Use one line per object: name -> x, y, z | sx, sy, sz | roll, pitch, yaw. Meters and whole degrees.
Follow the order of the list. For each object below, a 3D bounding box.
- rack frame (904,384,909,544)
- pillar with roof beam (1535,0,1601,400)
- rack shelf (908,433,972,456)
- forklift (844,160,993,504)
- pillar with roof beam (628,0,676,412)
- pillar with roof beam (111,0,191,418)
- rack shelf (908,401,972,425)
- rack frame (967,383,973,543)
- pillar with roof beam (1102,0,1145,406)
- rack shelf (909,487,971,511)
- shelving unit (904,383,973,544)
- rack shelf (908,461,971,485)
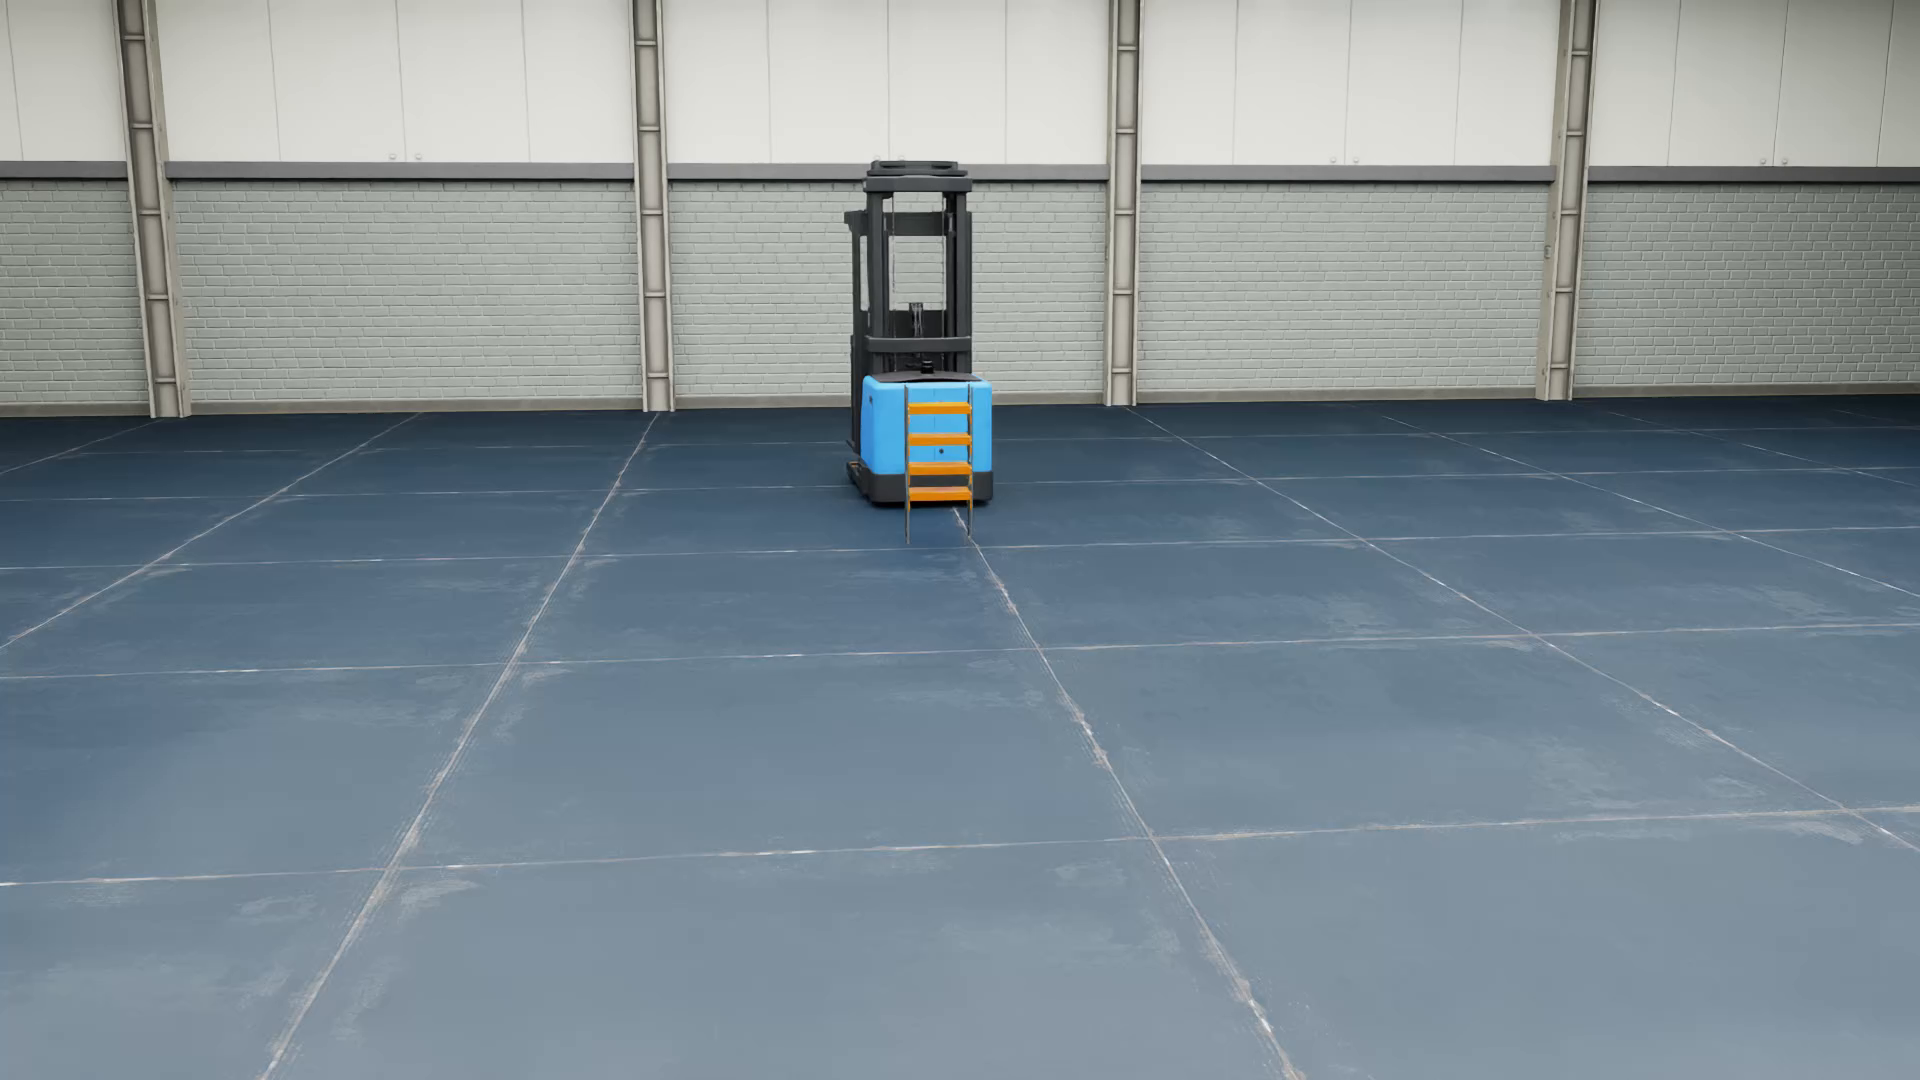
rack frame -> -0.407, -0.580, 12.709 | 0.015, 1.200, 0.240 | -1, 11, -6
pillar with roof beam -> 8.536, -5.508, 17.558 | 0.400, 9.000, 9.100 | -1, 11, -6
rack shelf -> -0.165, -0.739, 12.705 | 0.480, 0.148, 0.258 | -1, 11, -6
forklift -> -0.474, -1.990, 15.390 | 1.130, 2.935, 3.031 | -2, 11, -10
pillar with roof beam -> -3.394, -5.258, 16.286 | 0.400, 9.000, 9.100 | -1, 11, -6
pillar with roof beam -> -9.359, -5.133, 15.650 | 0.400, 9.000, 9.100 | -1, 11, -6
rack shelf -> -0.165, -0.971, 12.659 | 0.480, 0.148, 0.258 | -1, 11, -6
rack frame -> 0.078, -0.590, 12.761 | 0.015, 1.200, 0.240 | -1, 11, -6
pillar with roof beam -> 2.571, -5.383, 16.922 | 0.400, 9.000, 9.100 | -1, 11, -6
rack shelf -> -0.165, -0.324, 12.786 | 0.480, 0.148, 0.258 | -1, 11, -6
shelving unit -> -0.165, -0.585, 12.735 | 0.503, 1.200, 0.258 | -1, 11, -6
rack shelf -> -0.165, -0.519, 12.748 | 0.480, 0.148, 0.258 | -1, 11, -6
